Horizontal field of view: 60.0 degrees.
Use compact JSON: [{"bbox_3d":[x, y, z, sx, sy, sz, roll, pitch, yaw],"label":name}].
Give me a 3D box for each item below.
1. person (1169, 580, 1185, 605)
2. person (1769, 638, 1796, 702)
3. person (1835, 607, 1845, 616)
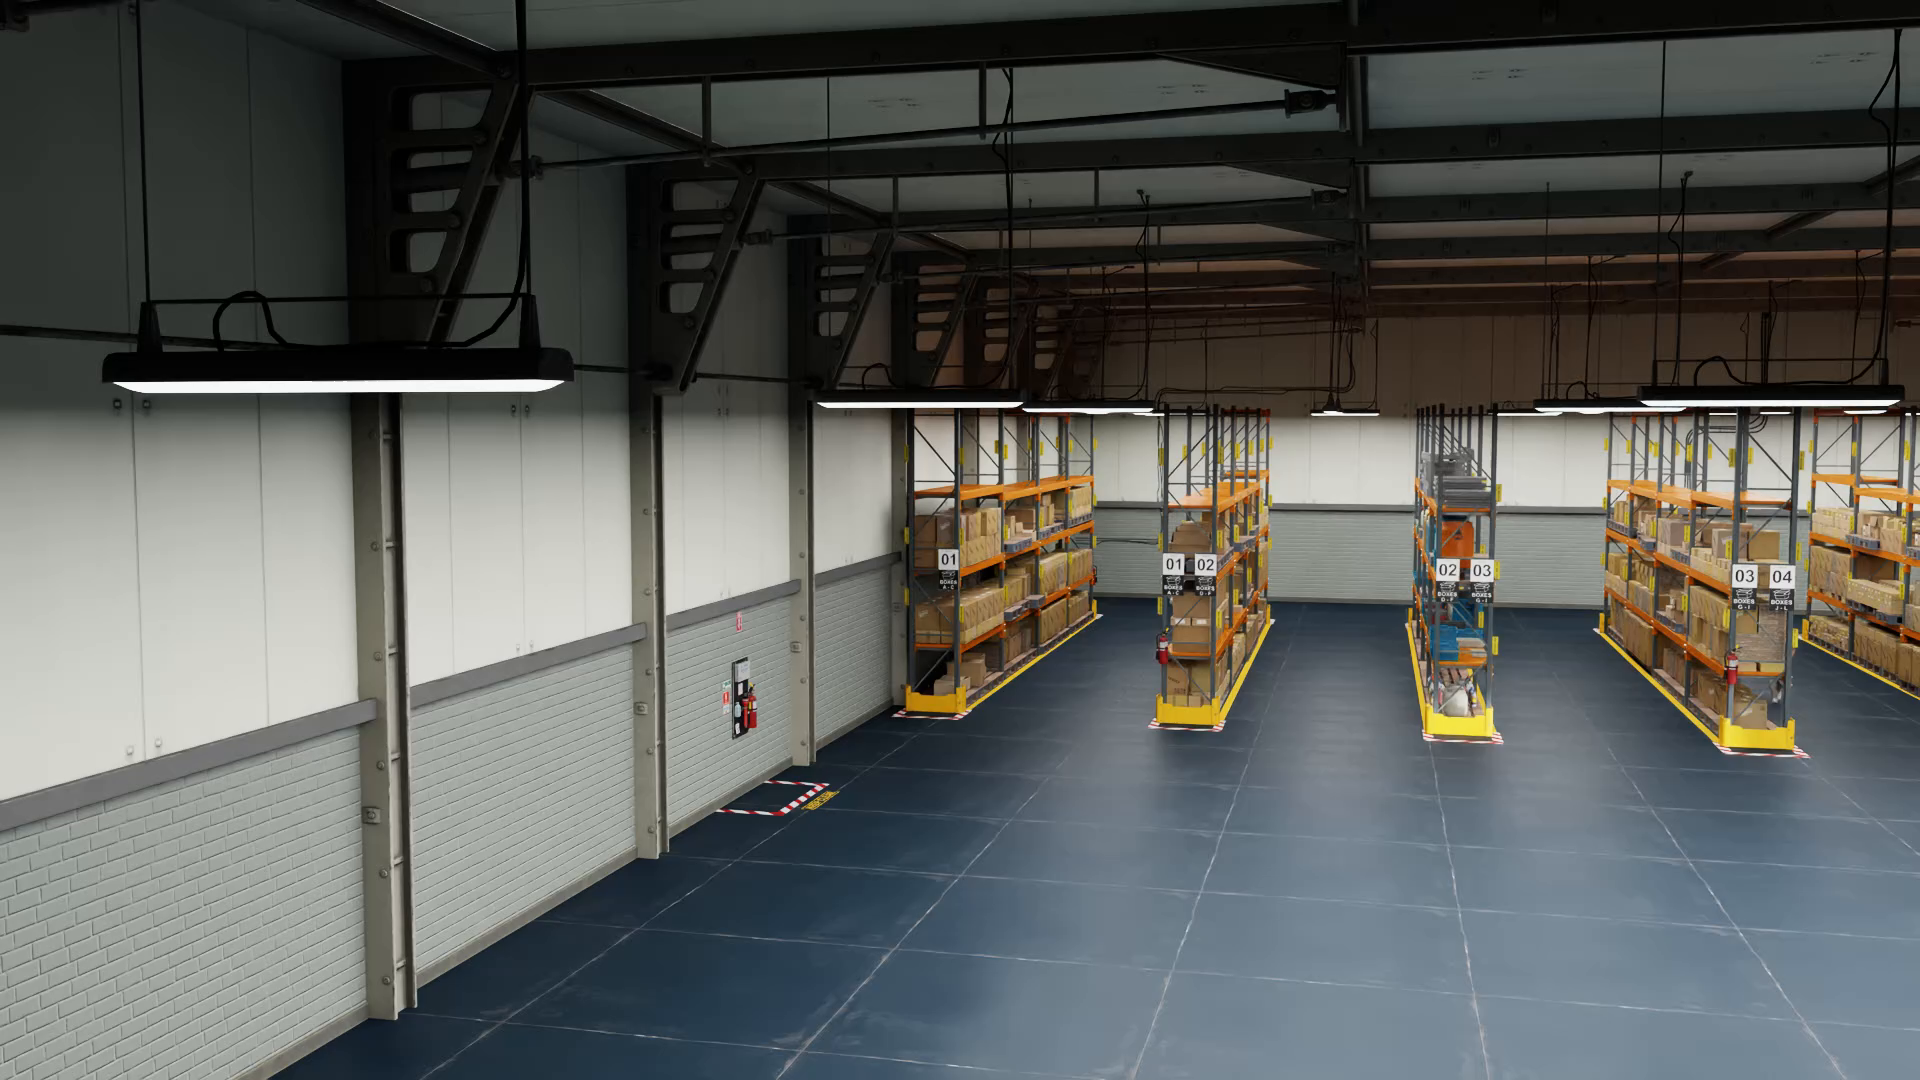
[{"bbox_3d":[5.880,1.613,44.268,0.594,1.726,1.067,1,4,17],"label":"person"},{"bbox_3d":[16.485,2.499,33.484,0.615,1.579,0.678,2,4,22],"label":"person"},{"bbox_3d":[23.641,1.636,44.324,0.472,1.679,0.481,0,4,4],"label":"person"}]
